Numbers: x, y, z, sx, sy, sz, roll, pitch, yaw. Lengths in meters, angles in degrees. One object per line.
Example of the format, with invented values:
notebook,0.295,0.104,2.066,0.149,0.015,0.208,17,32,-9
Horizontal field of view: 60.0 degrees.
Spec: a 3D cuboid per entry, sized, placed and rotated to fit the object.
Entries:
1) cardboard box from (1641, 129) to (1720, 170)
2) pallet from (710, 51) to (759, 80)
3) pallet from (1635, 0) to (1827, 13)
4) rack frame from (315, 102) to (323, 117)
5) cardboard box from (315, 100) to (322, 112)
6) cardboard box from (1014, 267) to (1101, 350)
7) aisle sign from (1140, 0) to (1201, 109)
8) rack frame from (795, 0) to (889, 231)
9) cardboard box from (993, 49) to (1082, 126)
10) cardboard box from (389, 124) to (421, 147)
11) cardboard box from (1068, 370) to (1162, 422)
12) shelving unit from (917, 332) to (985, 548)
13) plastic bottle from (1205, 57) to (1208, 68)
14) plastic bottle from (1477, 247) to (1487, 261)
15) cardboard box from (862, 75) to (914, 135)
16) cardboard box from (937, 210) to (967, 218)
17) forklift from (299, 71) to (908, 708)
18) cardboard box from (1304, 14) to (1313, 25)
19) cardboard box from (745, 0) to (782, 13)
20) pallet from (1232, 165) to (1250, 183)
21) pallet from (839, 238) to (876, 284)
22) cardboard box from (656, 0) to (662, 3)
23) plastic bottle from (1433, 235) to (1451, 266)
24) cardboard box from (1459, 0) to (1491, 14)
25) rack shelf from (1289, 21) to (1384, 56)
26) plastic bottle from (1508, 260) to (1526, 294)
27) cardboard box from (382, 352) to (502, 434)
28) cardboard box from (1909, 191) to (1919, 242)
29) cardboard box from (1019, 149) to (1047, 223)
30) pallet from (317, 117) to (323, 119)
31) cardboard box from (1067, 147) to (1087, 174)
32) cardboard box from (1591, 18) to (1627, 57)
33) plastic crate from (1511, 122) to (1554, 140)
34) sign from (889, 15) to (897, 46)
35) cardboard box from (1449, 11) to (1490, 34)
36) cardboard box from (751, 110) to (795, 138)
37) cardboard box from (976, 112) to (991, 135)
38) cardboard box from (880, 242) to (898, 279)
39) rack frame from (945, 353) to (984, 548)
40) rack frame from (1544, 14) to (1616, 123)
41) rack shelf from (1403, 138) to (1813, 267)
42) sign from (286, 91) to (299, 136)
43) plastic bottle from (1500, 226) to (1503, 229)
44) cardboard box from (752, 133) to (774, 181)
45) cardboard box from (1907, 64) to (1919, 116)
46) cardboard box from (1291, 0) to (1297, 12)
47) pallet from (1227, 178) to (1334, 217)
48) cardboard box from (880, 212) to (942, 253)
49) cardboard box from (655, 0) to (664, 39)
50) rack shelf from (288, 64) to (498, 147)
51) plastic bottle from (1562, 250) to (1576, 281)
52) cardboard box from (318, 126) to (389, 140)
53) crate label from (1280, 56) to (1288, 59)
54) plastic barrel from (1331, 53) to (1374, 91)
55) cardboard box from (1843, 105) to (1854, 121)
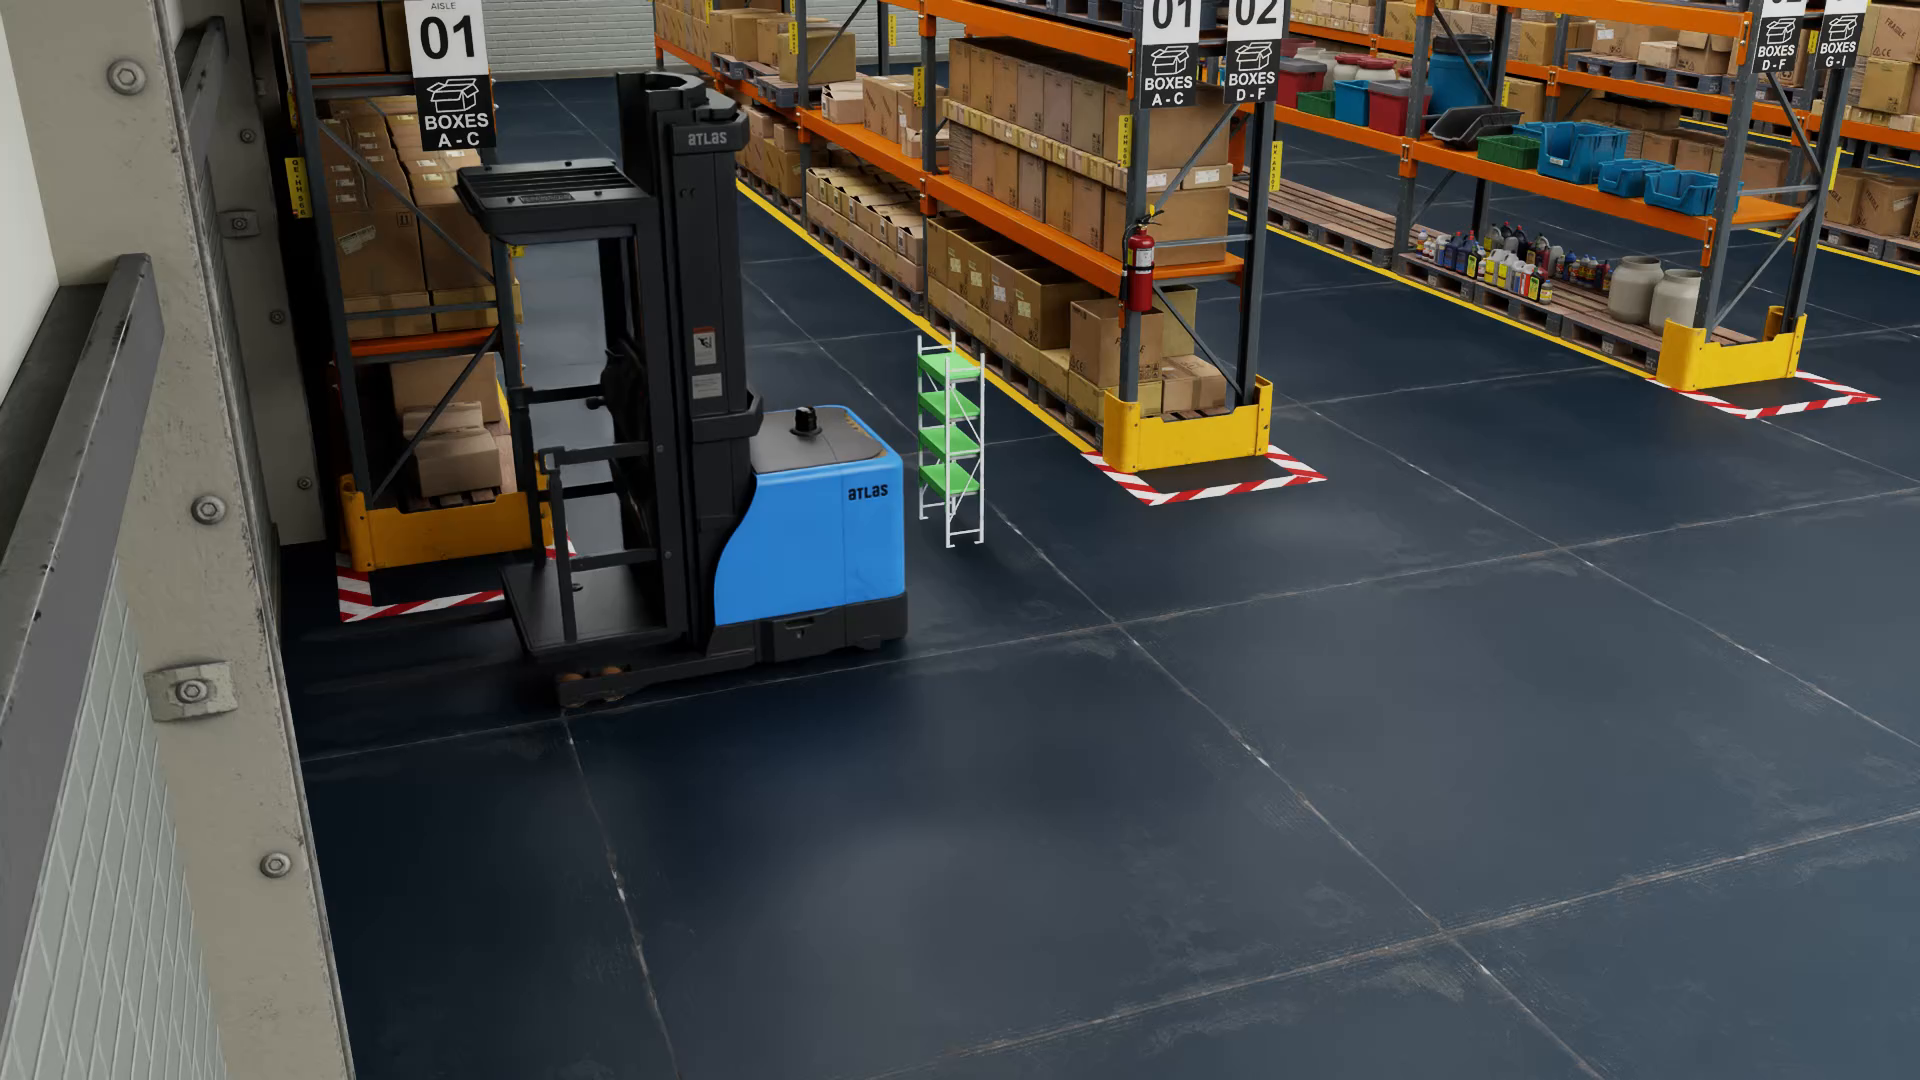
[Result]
cardboard box,8.685,-4.652,20.077,0.700,0.500,0.500,-6,24,-15
pallet,-2.487,-5.949,20.749,1.003,0.211,1.213,-8,24,-19
pallet,6.007,-4.270,12.899,1.003,0.211,1.213,-8,24,-19
rack frame,-5.887,-4.208,16.372,1.000,3.000,0.127,-8,24,-19
cardboard box,-6.300,-4.536,16.612,0.500,0.500,0.500,-8,24,-19
cardboard box,0.738,-1.770,12.620,0.500,0.500,0.500,-8,24,-19
aisle sign,1.321,-3.116,10.434,0.394,0.787,0.004,-8,24,-19
rack frame,-1.254,-4.889,17.987,1.000,3.000,0.127,-8,24,-19
cardboard box,0.678,-3.554,13.020,0.700,0.500,0.500,-8,24,-19
cardboard box,-3.836,-2.730,12.068,0.500,0.500,0.500,-8,24,-19
cardboard box,1.107,-1.063,11.909,0.500,0.250,0.500,-8,24,-19
shelving unit,-0.058,-0.613,10.160,0.258,1.200,0.503,-8,24,-19
plastic bottle,3.166,-6.141,21.109,0.061,0.283,0.133,-8,24,-19
plastic bottle,4.845,-2.592,15.485,0.097,0.271,0.097,0,23,0
cardboard box,-0.646,-4.328,16.527,0.500,0.500,0.500,-10,25,-22
cardboard box,0.074,-2.987,15.753,0.500,0.311,0.500,-9,24,-20
forklift,-1.848,-0.748,8.250,3.031,2.935,1.130,-9,24,-20
cardboard box,5.645,-8.210,26.190,0.380,0.149,0.250,-8,24,-18
cardboard box,-2.570,-7.059,21.720,0.500,0.500,0.500,-8,24,-18
pallet,3.064,-4.563,20.804,1.003,0.211,1.213,-8,24,-19
pallet,-0.572,-2.857,16.757,1.003,0.211,1.213,-8,24,-19
cardboard box,-4.170,-8.105,24.202,0.500,0.500,0.500,-8,24,-17
plastic bottle,4.637,-2.772,15.905,0.152,0.276,0.135,-7,24,-17
cardboard box,7.301,-7.503,22.769,0.797,0.503,0.637,-8,24,-17
rack shelf,5.896,-8.095,26.521,1.077,0.370,4.000,-8,24,-19
plastic bottle,5.036,-2.361,14.930,0.152,0.276,0.135,-9,24,-20
cardboard box,-3.635,-1.096,11.641,0.700,0.500,0.500,-10,25,-22
cardboard box,10.034,-3.262,16.806,0.500,0.500,0.500,-11,25,-24
cardboard box,0.870,-2.762,12.812,0.700,0.500,0.500,-8,24,-17
pallet,-5.535,-3.875,15.829,1.213,0.211,1.003,-8,24,-19
cardboard box,0.988,-2.719,11.876,0.380,0.149,0.250,-8,24,-18
cardboard box,8.243,-6.296,20.656,0.500,0.500,0.500,-12,25,-25
plastic crate,5.440,-3.680,15.312,0.499,0.251,0.616,-8,24,-19
sign,-0.736,-5.500,17.946,0.100,0.325,0.005,-8,24,-19
cardboard box,7.073,-6.993,22.852,0.500,0.500,0.500,-8,24,-18
cardboard box,-2.193,-4.984,19.899,0.500,0.250,0.500,-9,24,-20
cardboard box,0.349,-3.377,13.435,0.380,0.149,0.250,-9,24,-19
cardboard box,-0.435,-2.657,15.691,0.500,0.250,0.500,-9,24,-20
rack frame,0.028,-0.524,9.949,0.240,1.200,0.015,-8,24,-19
rack frame,8.015,-6.247,21.209,1.000,3.000,0.127,-8,24,-19
rack shelf,5.501,-3.056,14.564,1.077,0.370,4.000,-8,24,-19
sign,-4.992,-3.211,12.515,0.100,0.325,0.005,-8,24,-19
plastic bottle,5.273,-2.935,16.283,0.061,0.283,0.133,-7,24,-16
cardboard box,-2.177,-4.625,20.014,0.500,0.500,0.500,-9,25,-21
cardboard box,9.944,-4.450,16.435,0.875,0.500,0.500,-8,24,-19
cardboard box,5.470,-8.639,26.695,0.500,0.250,0.500,-9,25,-21
pallet,3.619,-3.995,19.458,1.003,0.211,1.213,-8,24,-19
cardboard box,-0.442,-2.916,15.585,0.500,0.311,0.500,-8,24,-18
cardboard box,-4.170,-7.644,24.396,0.500,0.500,0.500,-8,24,-18
rack shelf,-3.767,-3.079,10.756,1.077,0.370,4.000,-8,24,-19
plastic bottle,5.631,-2.542,15.365,0.097,0.271,0.097,0,23,0
cardboard box,-4.324,-2.652,11.883,0.500,0.500,0.500,-8,24,-19
crate label,3.480,-5.185,18.645,0.502,0.435,0.616,-8,24,-19
plastic barrel,4.250,-4.978,18.024,0.433,0.535,0.433,0,23,0
cardboard box,9.299,-4.466,17.307,0.380,0.149,0.250,-8,24,-19
